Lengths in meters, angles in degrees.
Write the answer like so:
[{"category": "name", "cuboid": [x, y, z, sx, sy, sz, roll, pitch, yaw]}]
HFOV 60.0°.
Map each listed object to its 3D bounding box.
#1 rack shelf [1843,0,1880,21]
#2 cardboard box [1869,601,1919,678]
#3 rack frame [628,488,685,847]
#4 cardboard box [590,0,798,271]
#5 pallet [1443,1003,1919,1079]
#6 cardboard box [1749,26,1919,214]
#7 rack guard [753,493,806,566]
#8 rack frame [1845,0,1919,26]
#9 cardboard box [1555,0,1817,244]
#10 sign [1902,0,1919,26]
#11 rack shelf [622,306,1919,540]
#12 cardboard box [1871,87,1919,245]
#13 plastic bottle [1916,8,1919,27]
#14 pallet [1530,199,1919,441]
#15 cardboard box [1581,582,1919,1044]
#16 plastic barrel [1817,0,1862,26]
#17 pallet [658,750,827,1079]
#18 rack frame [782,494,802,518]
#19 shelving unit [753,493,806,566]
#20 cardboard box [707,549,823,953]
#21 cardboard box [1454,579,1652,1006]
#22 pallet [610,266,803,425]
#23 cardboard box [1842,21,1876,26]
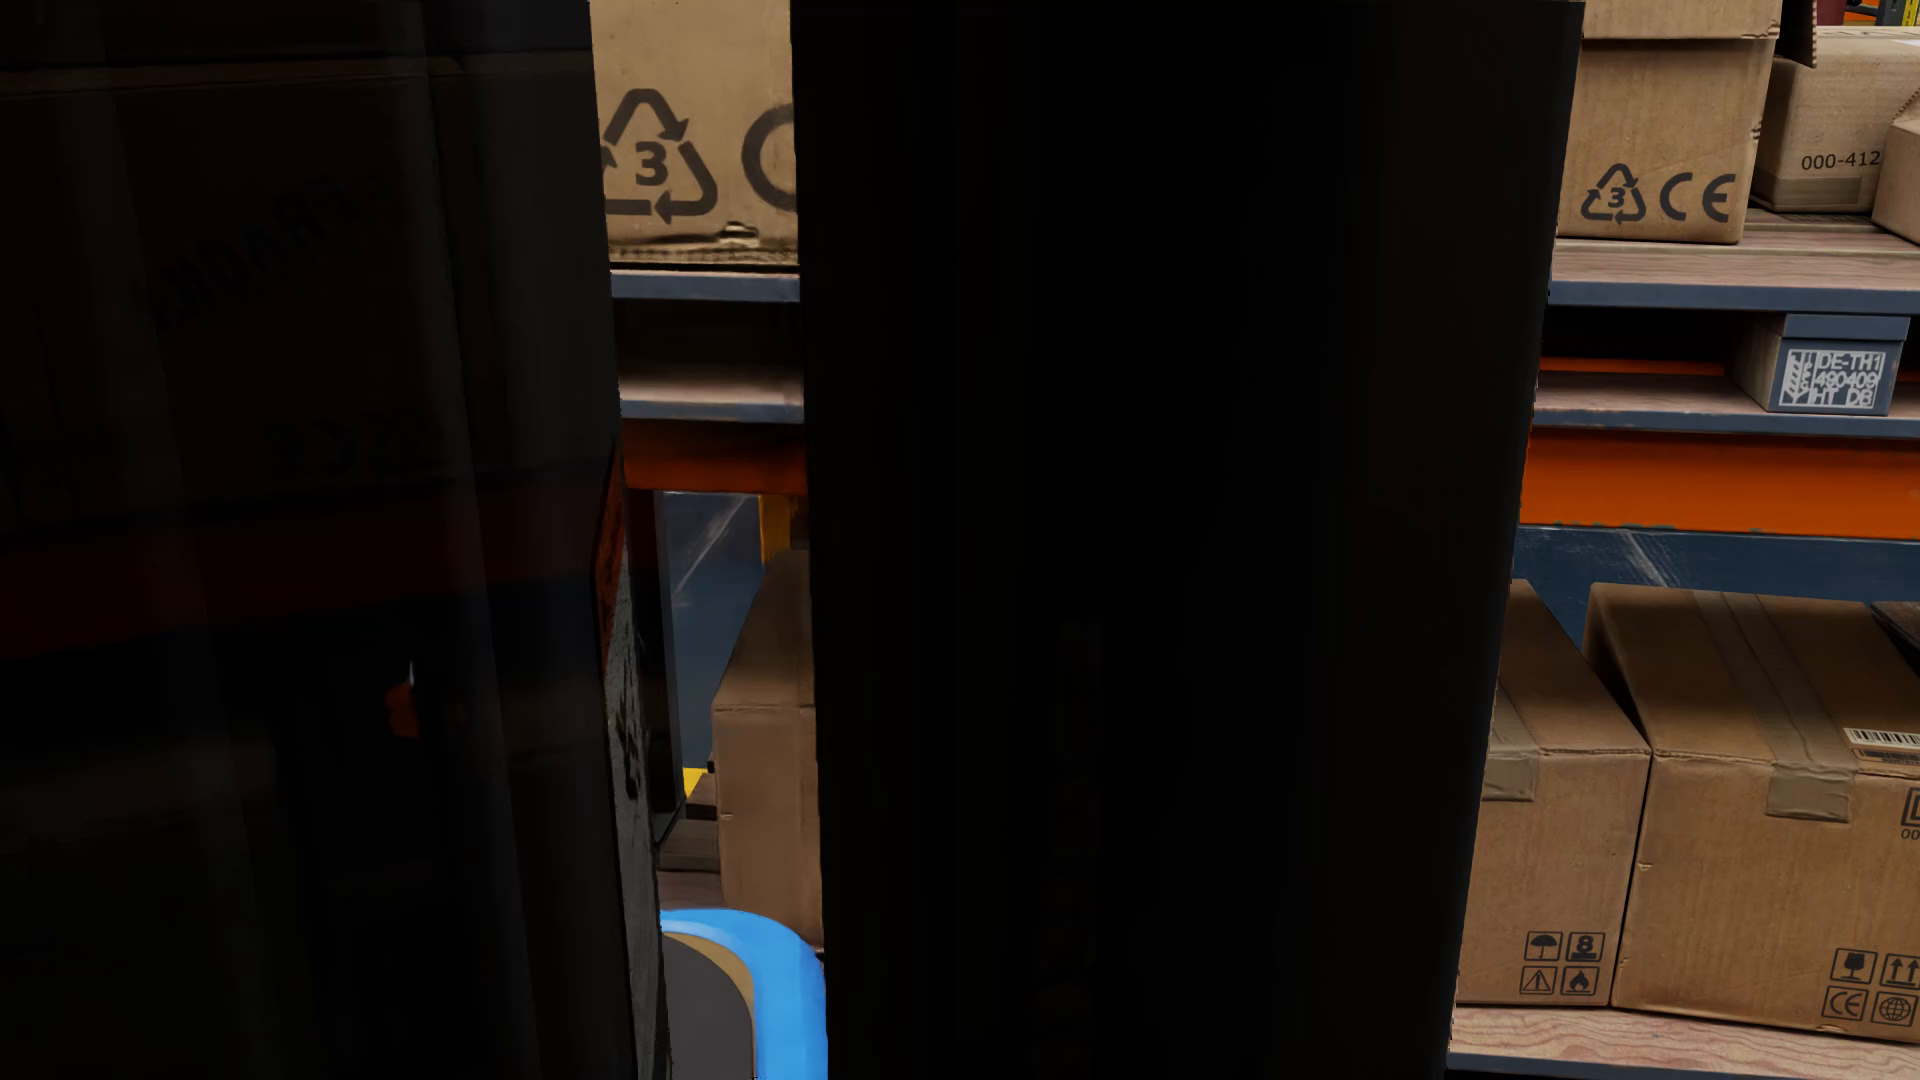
[{"category": "rack shelf", "cuboid": [6.358, -3.634, 11.529, 4.000, 0.370, 1.077, 2, 22, 6]}, {"category": "cardboard box", "cuboid": [1.983, 0.479, 2.950, 0.500, 0.500, 0.700, 1, 22, 2]}, {"category": "rack frame", "cuboid": [-0.769, -0.611, 2.906, 0.127, 3.000, 1.000, 2, 22, 6]}, {"category": "cardboard box", "cuboid": [0.003, -1.000, 2.502, 1.000, 1.000, 1.000, 3, 22, 7]}, {"category": "pallet", "cuboid": [1.219, 0.771, 3.203, 1.213, 0.211, 1.003, 2, 22, 6]}, {"category": "cardboard box", "cuboid": [1.565, -0.720, 2.814, 0.500, 0.250, 0.500, 2, 22, 5]}, {"category": "rack guard", "cuboid": [-0.570, -0.141, 5.457, 0.087, 0.250, 0.587, 2, 22, 6]}, {"category": "rack frame", "cuboid": [3.786, -2.246, 7.042, 0.127, 3.000, 1.000, 2, 22, 6]}, {"category": "cardboard box", "cuboid": [0.963, -0.813, 2.705, 0.637, 0.503, 0.797, 5, 22, 12]}, {"category": "sign", "cuboid": [3.728, -2.121, 6.503, 0.005, 0.325, 0.100, 2, 22, 6]}, {"category": "rack shelf", "cuboid": [1.217, -0.190, 2.819, 4.000, 0.370, 1.077, 2, 22, 6]}, {"category": "cardboard box", "cuboid": [1.515, -0.544, 2.349, 0.258, 0.266, 0.396, 2, 22, 5]}, {"category": "plastic bottle", "cuboid": [4.238, -2.330, 7.413, 0.133, 0.283, 0.061, 2, 22, 6]}, {"category": "pallet", "cuboid": [1.232, -0.420, 2.682, 1.213, 0.211, 1.003, 2, 22, 6]}, {"category": "cardboard box", "cuboid": [1.419, 0.457, 3.006, 0.500, 0.500, 0.700, 4, 22, 11]}, {"category": "plastic barrel", "cuboid": [3.289, -2.219, 6.788, 0.708, 0.536, 0.600, 2, 22, 6]}, {"category": "pallet", "cuboid": [0.004, 0.719, 3.335, 1.213, 0.211, 1.003, 2, 22, 6]}, {"category": "rack frame", "cuboid": [-0.590, -0.723, 5.229, 0.032, 1.500, 0.500, 2, 22, 6]}, {"category": "shelving unit", "cuboid": [-0.076, -0.701, 5.172, 1.083, 1.500, 0.587, 2, 22, 6]}, {"category": "cardboard box", "cuboid": [-0.162, 0.381, 3.197, 0.500, 0.500, 0.700, 1, 22, 2]}, {"category": "cardboard box", "cuboid": [0.865, 0.433, 3.067, 0.500, 0.500, 0.700, 1, 22, 2]}, {"category": "pallet", "cuboid": [-0.028, -0.436, 2.723, 1.213, 0.211, 1.003, 2, 22, 6]}, {"category": "cardboard box", "cuboid": [8.263, -4.867, 16.023, 0.750, 0.750, 0.750, 3, 22, 7]}]
